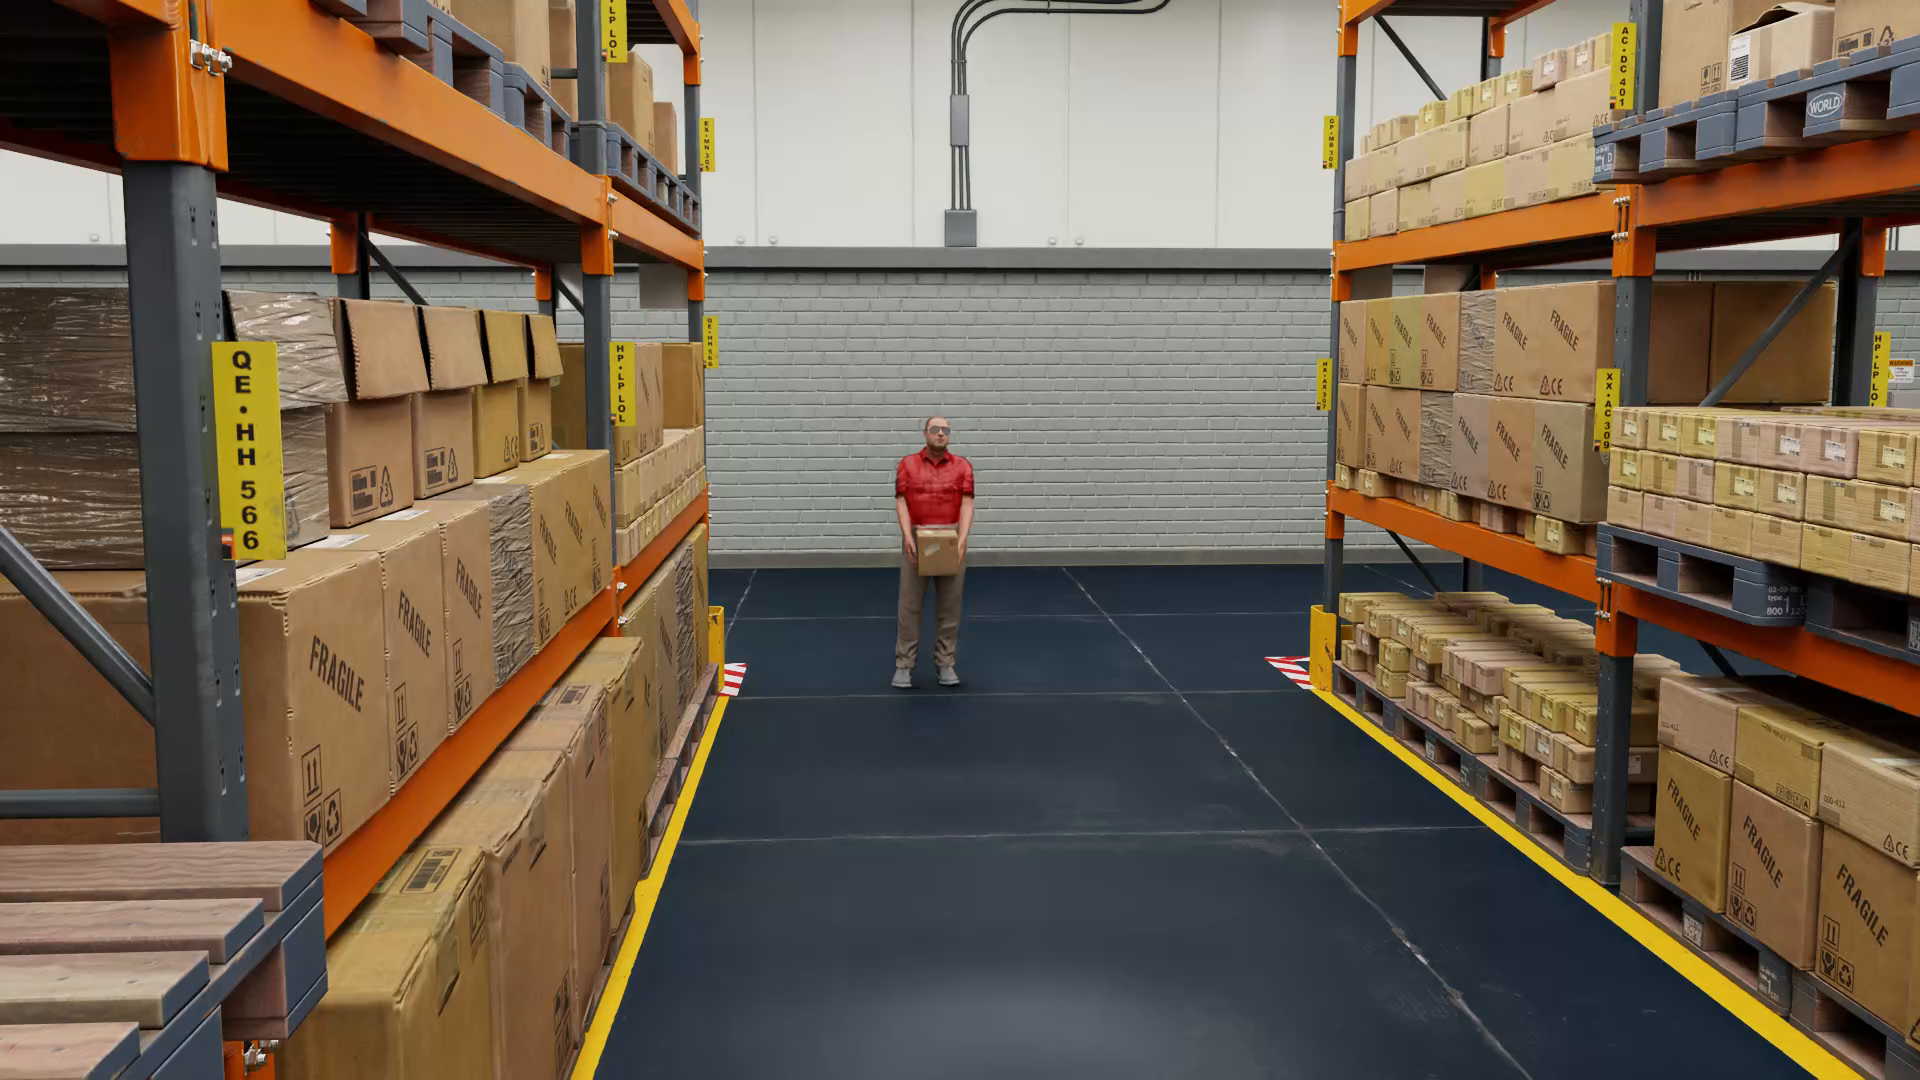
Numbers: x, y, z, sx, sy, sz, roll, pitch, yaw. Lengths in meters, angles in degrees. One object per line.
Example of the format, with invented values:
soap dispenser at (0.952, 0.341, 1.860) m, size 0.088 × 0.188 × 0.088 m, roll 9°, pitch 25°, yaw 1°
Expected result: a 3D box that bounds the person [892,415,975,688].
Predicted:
person at (-0.172, 0.069, 10.723) m, size 0.550 × 1.729 × 0.481 m, roll 0°, pitch 7°, yaw -3°
